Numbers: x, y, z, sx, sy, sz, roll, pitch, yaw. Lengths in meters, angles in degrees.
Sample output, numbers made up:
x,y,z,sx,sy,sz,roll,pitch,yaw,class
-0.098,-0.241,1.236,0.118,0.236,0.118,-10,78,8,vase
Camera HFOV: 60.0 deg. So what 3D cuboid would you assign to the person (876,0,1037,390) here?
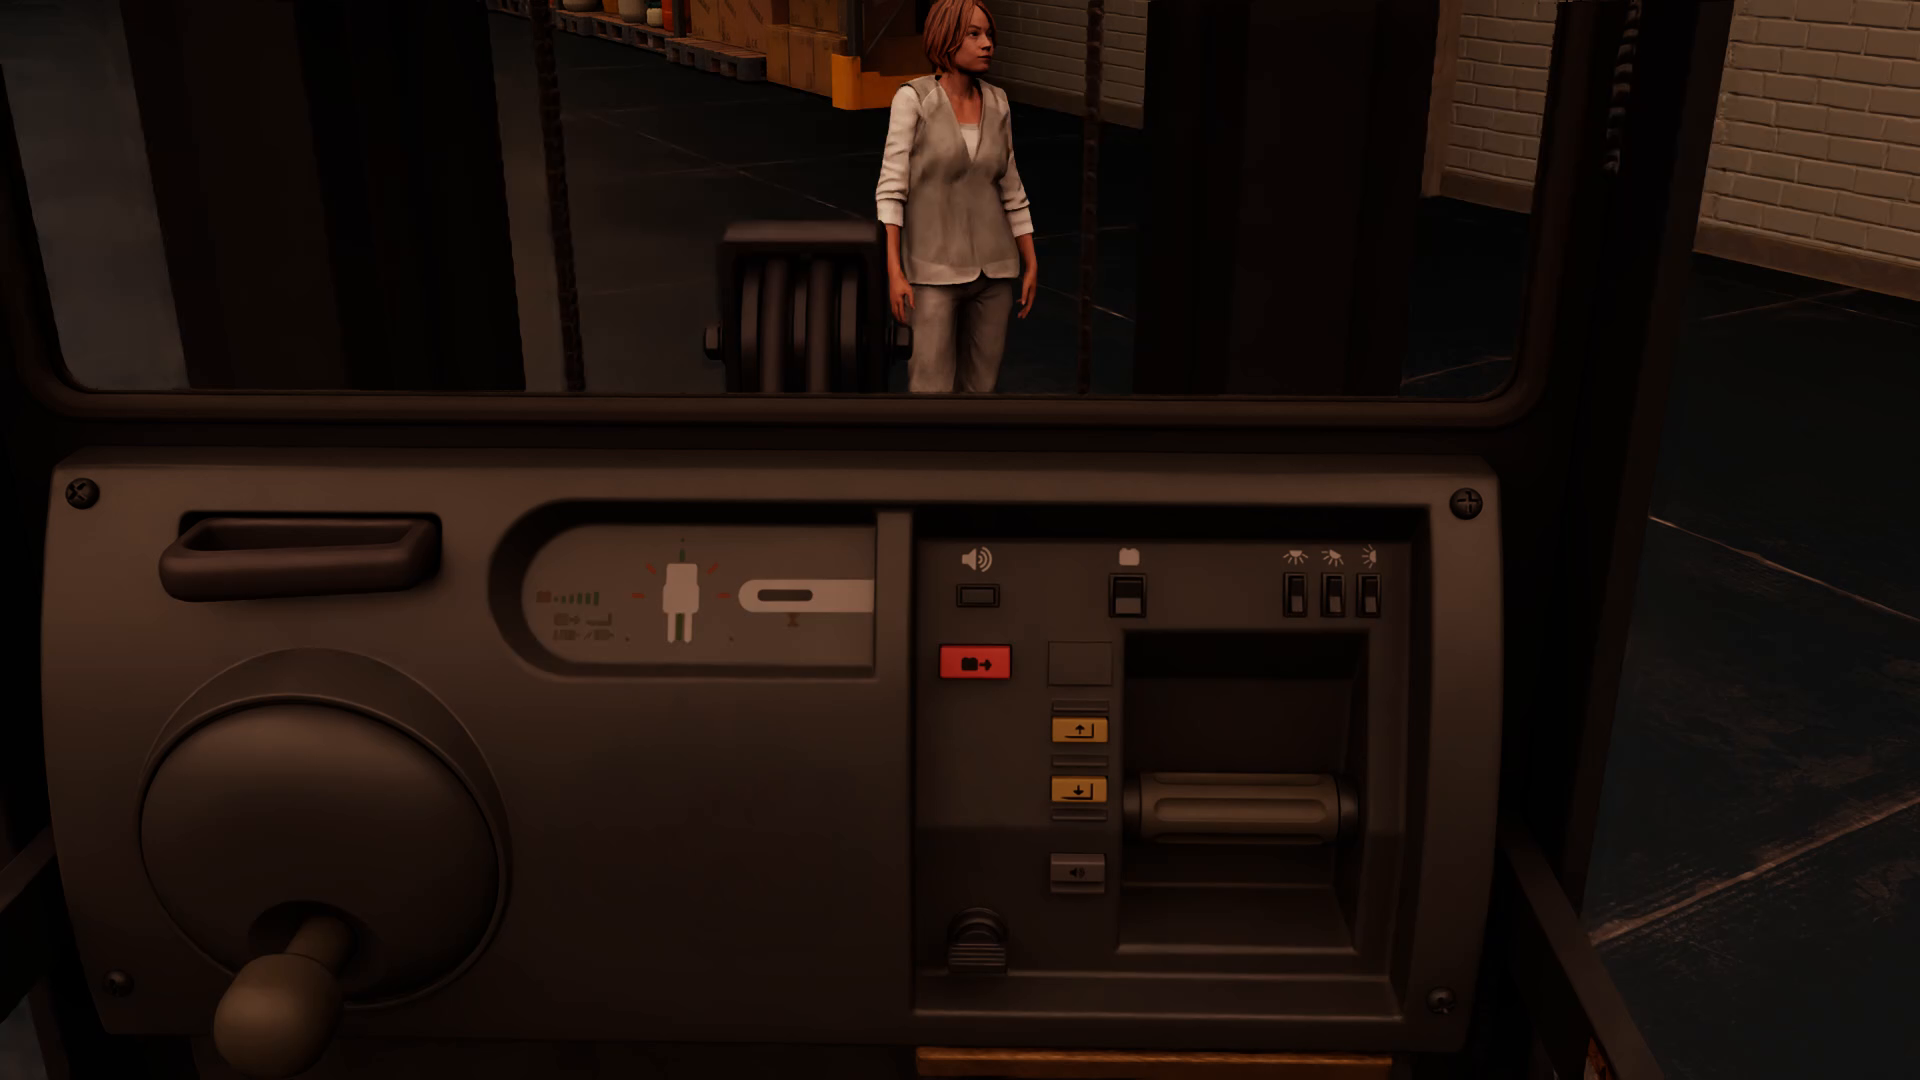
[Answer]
x,y,z,sx,sy,sz,roll,pitch,yaw,class
0.026,-0.718,4.763,0.521,1.599,0.473,-12,25,-28,person
